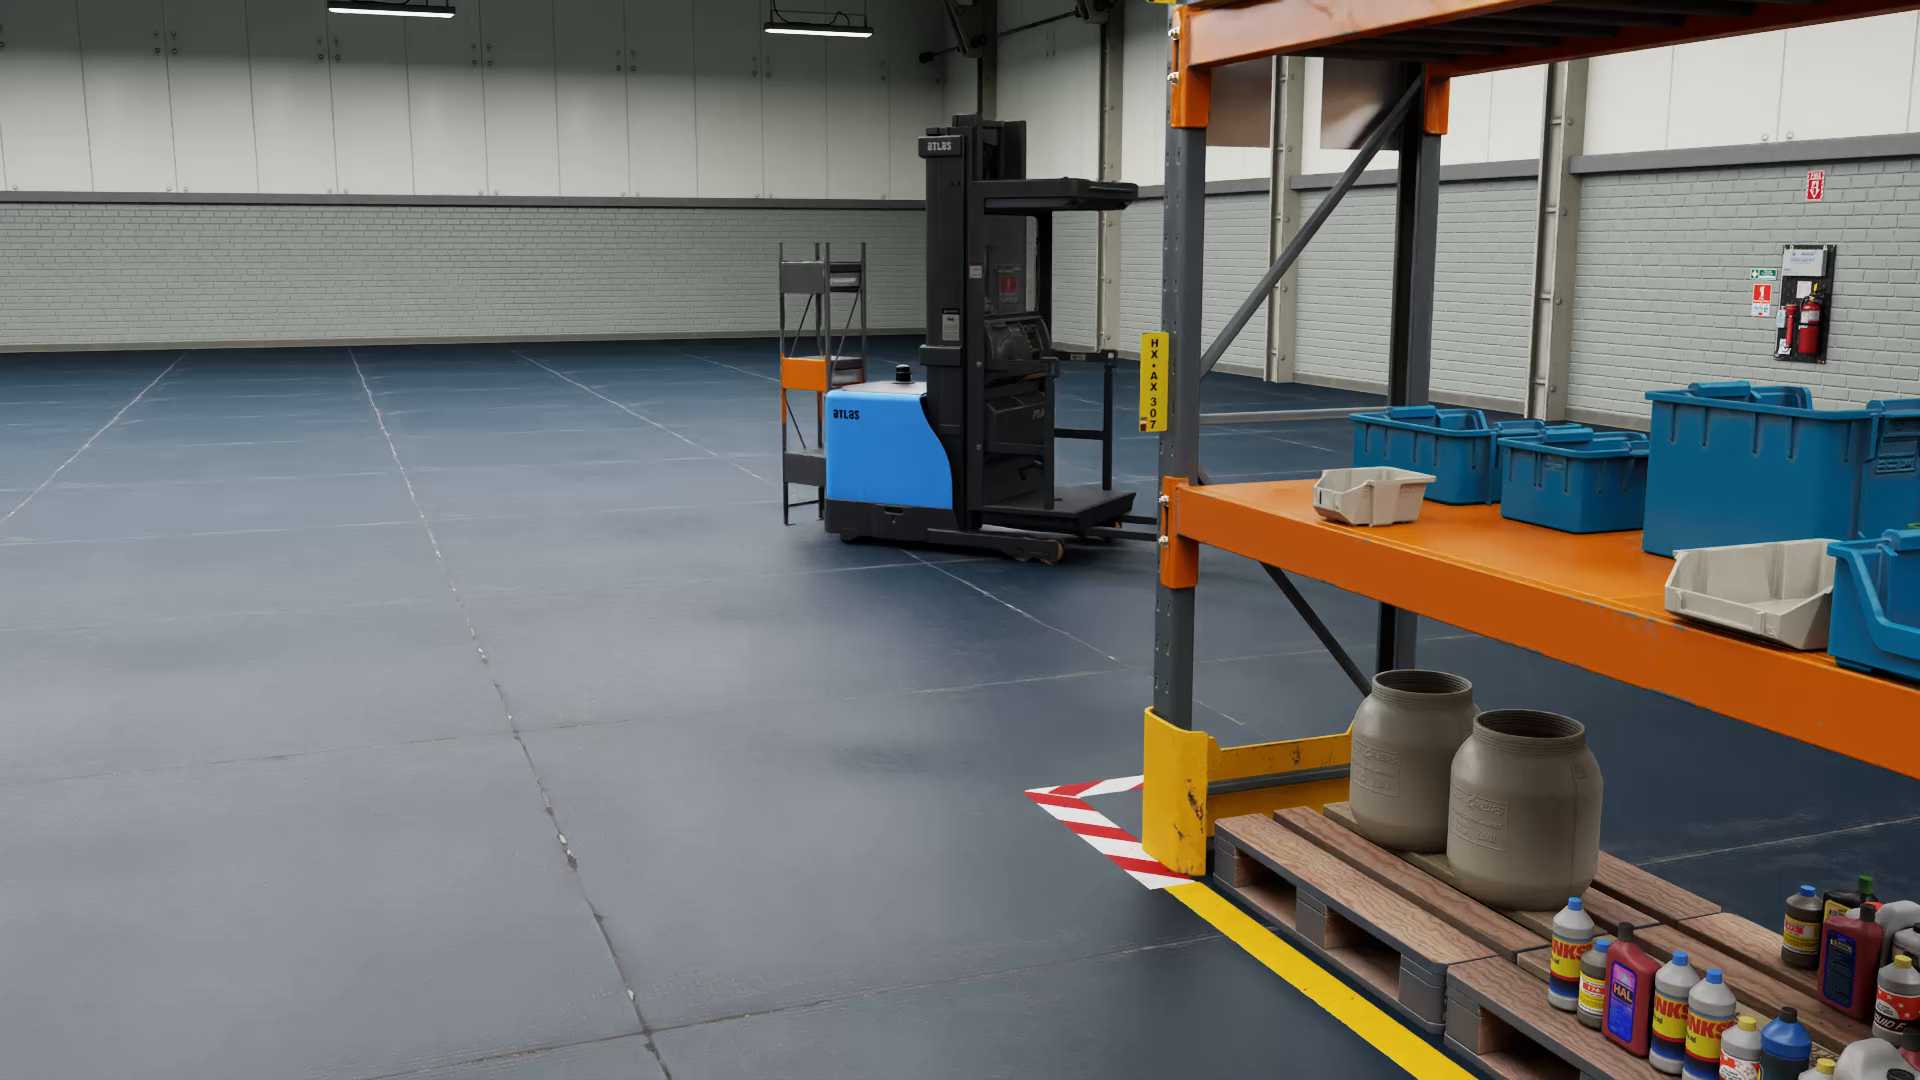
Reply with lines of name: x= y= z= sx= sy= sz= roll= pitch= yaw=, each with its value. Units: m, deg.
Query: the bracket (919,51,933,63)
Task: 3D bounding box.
bracket: x=-0.762 y=-11.043 z=38.030 sx=0.235 sy=0.232 sz=0.430 roll=-4 pitch=11 yaw=-21

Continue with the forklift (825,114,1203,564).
forklift: x=0.582 y=-1.389 z=11.362 sx=3.031 sy=2.935 sz=1.130 roll=5 pitch=11 yaw=27

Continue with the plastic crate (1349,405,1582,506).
plastic crate: x=1.616 y=-0.283 z=5.373 sx=0.499 sy=0.251 sz=0.616 roll=-4 pitch=11 yaw=-21

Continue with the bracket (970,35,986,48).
bracket: x=0.398 y=-10.521 z=35.094 sx=0.235 sy=0.232 sz=0.430 roll=-4 pitch=11 yaw=-21

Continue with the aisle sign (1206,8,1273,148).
aisle sign: x=0.857 y=-1.692 z=5.446 sx=0.394 sy=0.787 sz=0.004 roll=-4 pitch=11 yaw=-21

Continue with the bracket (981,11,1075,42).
bracket: x=1.331 y=-10.100 z=32.730 sx=0.076 sy=0.066 sz=4.783 roll=-4 pitch=11 yaw=-21

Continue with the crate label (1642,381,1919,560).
crate label: x=2.075 y=-0.153 z=4.117 sx=0.502 sy=0.435 sz=0.616 roll=-4 pitch=11 yaw=-21

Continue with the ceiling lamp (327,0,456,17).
ceiling lamp: x=-9.486 y=-10.302 z=27.471 sx=2.000 sy=3.185 sz=0.800 roll=-4 pitch=11 yaw=-21

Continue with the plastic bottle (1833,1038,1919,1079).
plastic bottle: x=1.861 y=1.160 z=3.353 sx=0.152 sy=0.276 sz=0.135 roll=-4 pitch=11 yaw=-20

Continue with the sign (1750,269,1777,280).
sign: x=8.304 y=-2.748 z=17.187 sx=0.001 sy=0.109 sz=0.331 roll=-4 pitch=11 yaw=-21

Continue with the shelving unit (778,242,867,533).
shelving unit: x=-1.008 y=-1.137 z=12.317 sx=0.503 sy=2.100 sz=0.431 roll=9 pitch=13 yaw=41

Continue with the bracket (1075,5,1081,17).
bracket: x=2.271 y=-9.677 z=30.350 sx=0.235 sy=0.232 sz=0.430 roll=-4 pitch=11 yaw=-21

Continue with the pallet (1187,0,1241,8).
pallet: x=1.364 y=-1.662 z=4.672 sx=1.003 sy=0.211 sz=1.213 roll=-4 pitch=11 yaw=-21

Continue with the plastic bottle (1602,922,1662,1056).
plastic bottle: x=1.587 y=1.055 z=3.923 sx=0.061 sy=0.283 sz=0.133 roll=-4 pitch=11 yaw=-20

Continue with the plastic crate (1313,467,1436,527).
plastic crate: x=1.180 y=-0.123 z=4.799 sx=0.298 sy=0.136 sz=0.250 roll=-4 pitch=11 yaw=-21

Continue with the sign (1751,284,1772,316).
sign: x=8.311 y=-2.488 z=17.241 sx=0.001 sy=0.329 sz=0.234 roll=-4 pitch=11 yaw=-21

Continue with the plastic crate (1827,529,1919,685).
plastic crate: x=1.951 y=0.143 z=2.973 sx=0.499 sy=0.251 sz=0.616 roll=-4 pitch=11 yaw=-21

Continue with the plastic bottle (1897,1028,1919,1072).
plastic bottle: x=1.961 y=1.150 z=3.391 sx=0.061 sy=0.283 sz=0.133 roll=-4 pitch=11 yaw=-21

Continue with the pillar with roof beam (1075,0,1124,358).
pillar with roof beam: x=-1.260 y=-7.587 z=28.875 sx=9.100 sy=9.000 sz=0.548 roll=-4 pitch=11 yaw=-21

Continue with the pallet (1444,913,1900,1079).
pallet: x=1.955 y=1.295 z=4.038 sx=1.003 sy=0.211 sz=1.213 roll=-4 pitch=11 yaw=-21

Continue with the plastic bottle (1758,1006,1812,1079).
plastic bottle: x=1.756 y=1.128 z=3.546 sx=0.097 sy=0.271 sz=0.097 roll=0 pitch=10 yaw=0

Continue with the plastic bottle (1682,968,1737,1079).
plastic bottle: x=1.683 y=1.095 z=3.731 sx=0.097 sy=0.271 sz=0.097 roll=0 pitch=10 yaw=0

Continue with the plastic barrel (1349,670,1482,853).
plastic barrel: x=1.465 y=0.701 z=5.317 sx=0.421 sy=0.512 sz=0.421 roll=0 pitch=10 yaw=0

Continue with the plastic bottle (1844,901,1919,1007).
plastic bottle: x=2.296 y=1.020 z=4.142 sx=0.152 sy=0.276 sz=0.135 roll=-4 pitch=11 yaw=-20

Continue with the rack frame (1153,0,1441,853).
rack frame: x=1.156 y=-0.419 z=5.712 sx=1.000 sy=3.000 sz=0.127 roll=-4 pitch=11 yaw=-21

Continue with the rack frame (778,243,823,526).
rack frame: x=-1.191 y=-1.165 z=12.476 sx=0.015 sy=2.100 sz=0.400 roll=9 pitch=13 yaw=41

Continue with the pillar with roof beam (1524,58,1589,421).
pillar with roof beam: x=3.088 y=-5.628 z=17.863 sx=9.100 sy=9.000 sz=0.400 roll=-4 pitch=11 yaw=-21

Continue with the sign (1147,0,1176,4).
sign: x=0.641 y=-1.866 z=5.257 sx=0.100 sy=0.325 sz=0.005 roll=-4 pitch=11 yaw=-21

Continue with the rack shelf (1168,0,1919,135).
rack shelf: x=1.881 y=-1.215 z=3.677 sx=1.077 sy=0.370 sz=4.000 roll=-4 pitch=11 yaw=-21

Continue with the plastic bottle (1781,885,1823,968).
plastic bottle: x=2.230 y=1.014 z=4.390 sx=0.097 sy=0.201 sz=0.097 roll=0 pitch=10 yaw=0

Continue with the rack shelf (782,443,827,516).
rack shelf: x=-1.008 y=-0.434 z=12.442 sx=0.480 sy=0.518 sz=0.431 roll=9 pitch=13 yaw=41

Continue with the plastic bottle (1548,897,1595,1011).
plastic bottle: x=1.522 y=1.023 z=4.138 sx=0.097 sy=0.271 sz=0.097 roll=0 pitch=10 yaw=0
